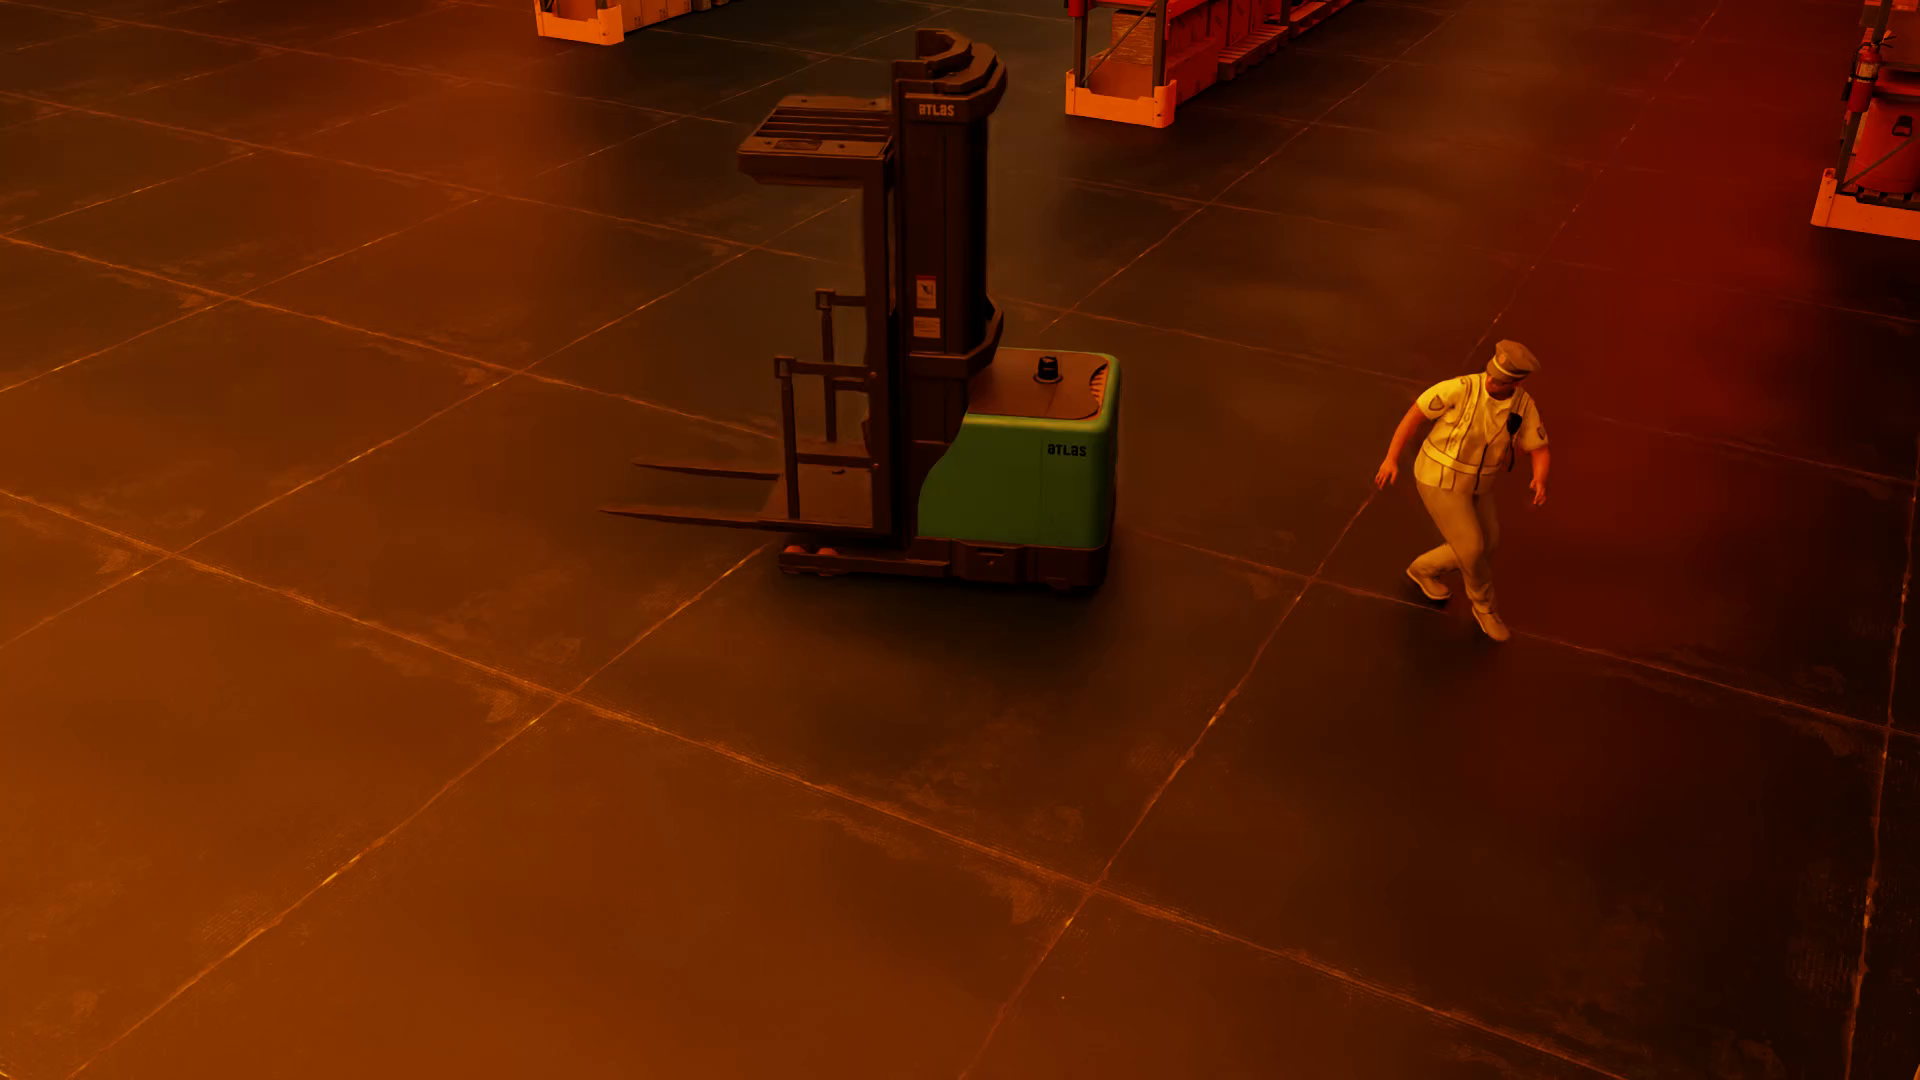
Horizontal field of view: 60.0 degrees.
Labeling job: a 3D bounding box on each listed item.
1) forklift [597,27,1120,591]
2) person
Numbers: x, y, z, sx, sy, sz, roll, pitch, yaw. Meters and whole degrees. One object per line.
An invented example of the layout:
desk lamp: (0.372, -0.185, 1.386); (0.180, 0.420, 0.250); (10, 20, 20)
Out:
forklift: (-0.611, -1.309, 9.339); (3.031, 2.935, 1.130); (4, 30, 8)
person: (2.713, -0.260, 8.856); (0.814, 1.650, 0.828); (-12, 32, -20)
